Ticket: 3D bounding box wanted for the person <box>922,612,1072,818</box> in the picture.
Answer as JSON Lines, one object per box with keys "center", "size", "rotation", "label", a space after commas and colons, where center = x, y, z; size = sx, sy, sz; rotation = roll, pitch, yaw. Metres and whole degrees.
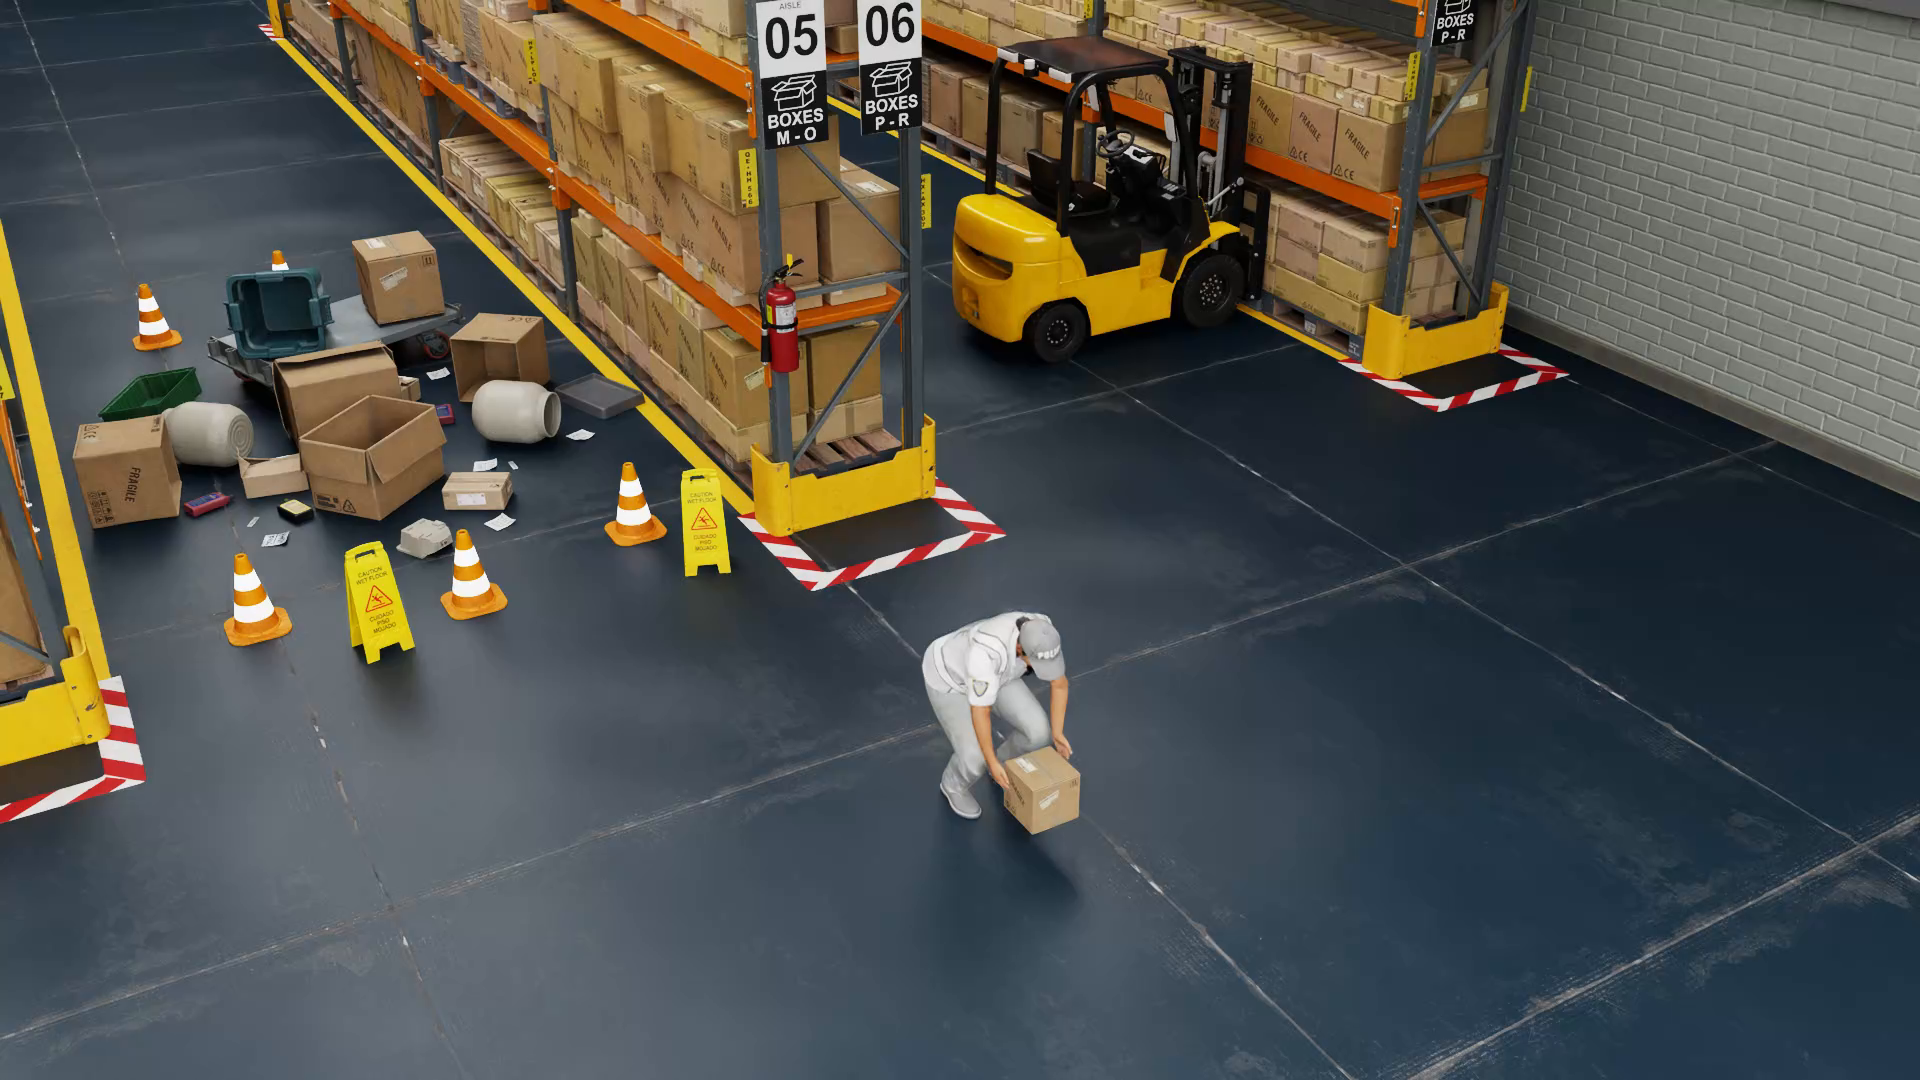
{"center": [0.188, 0.748, 7.741], "size": [0.541, 1.158, 0.817], "rotation": [-16, 33, -26], "label": "person"}
